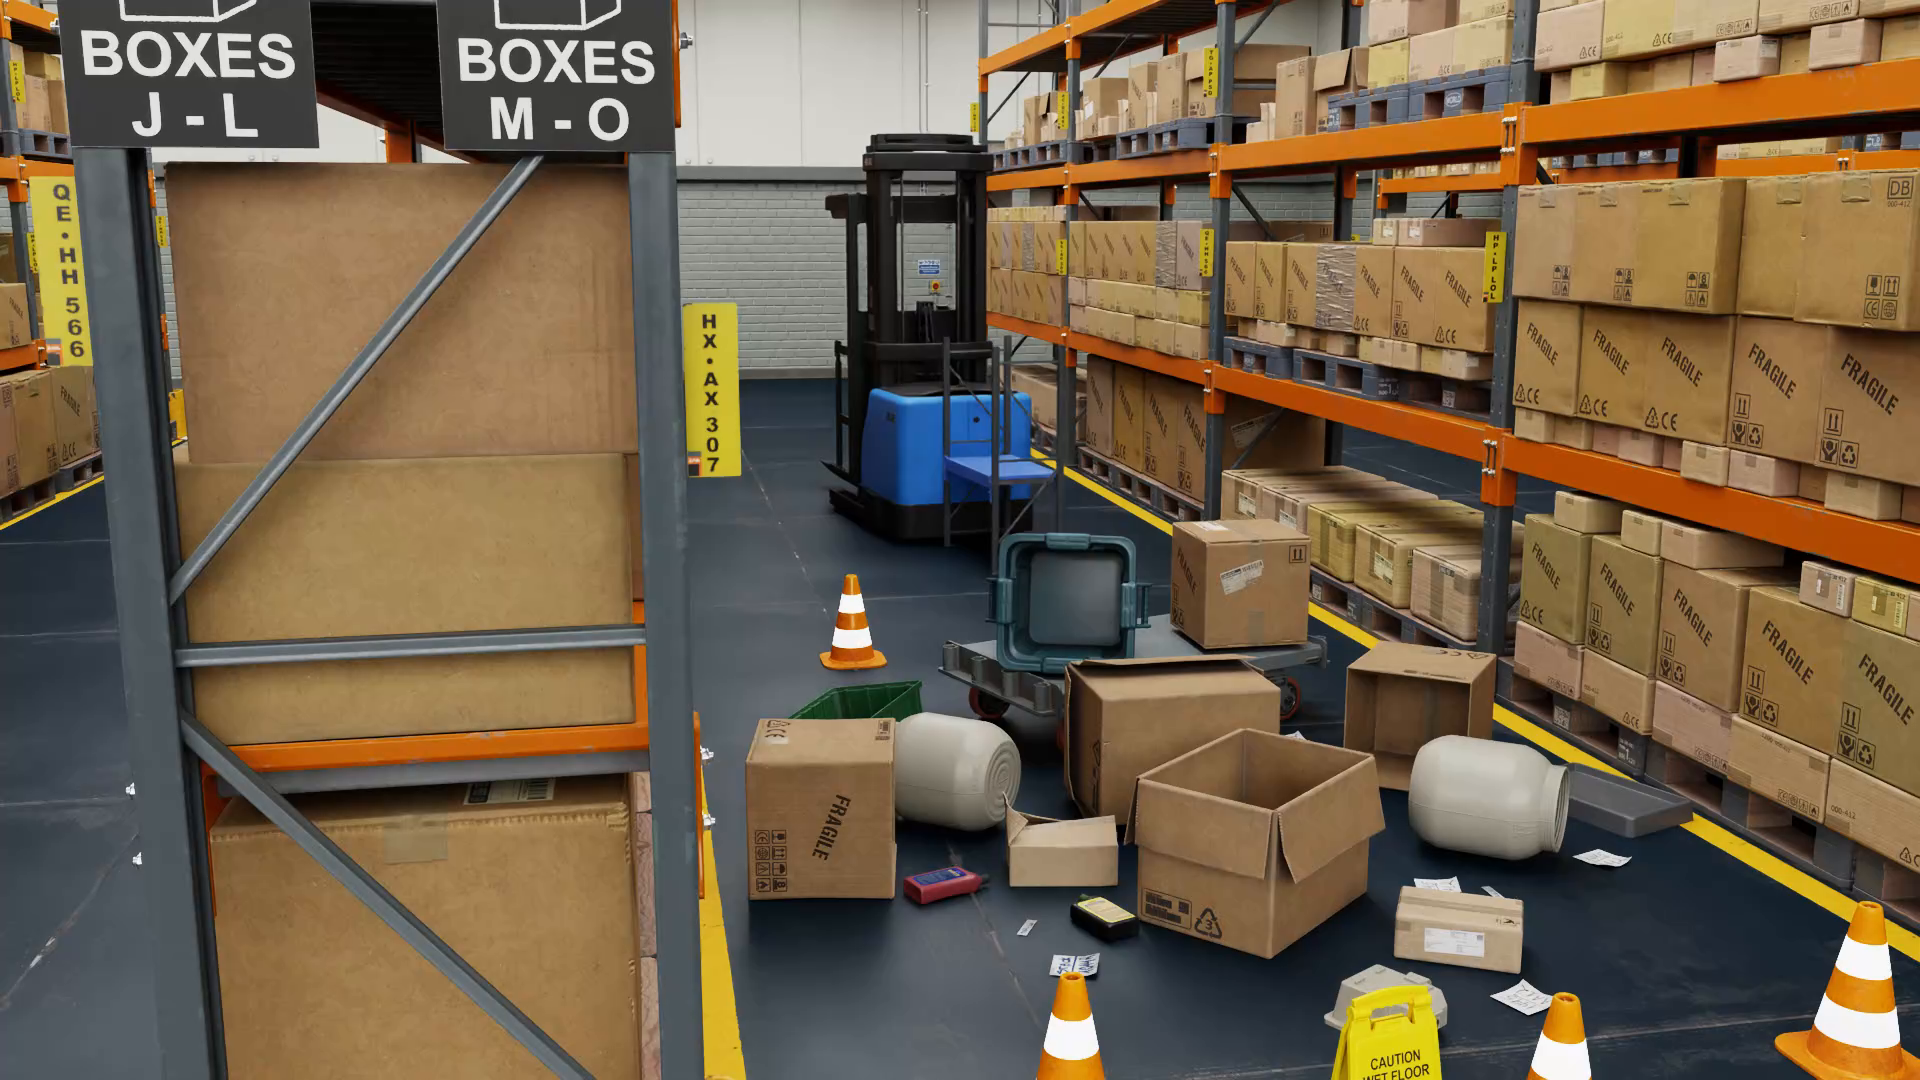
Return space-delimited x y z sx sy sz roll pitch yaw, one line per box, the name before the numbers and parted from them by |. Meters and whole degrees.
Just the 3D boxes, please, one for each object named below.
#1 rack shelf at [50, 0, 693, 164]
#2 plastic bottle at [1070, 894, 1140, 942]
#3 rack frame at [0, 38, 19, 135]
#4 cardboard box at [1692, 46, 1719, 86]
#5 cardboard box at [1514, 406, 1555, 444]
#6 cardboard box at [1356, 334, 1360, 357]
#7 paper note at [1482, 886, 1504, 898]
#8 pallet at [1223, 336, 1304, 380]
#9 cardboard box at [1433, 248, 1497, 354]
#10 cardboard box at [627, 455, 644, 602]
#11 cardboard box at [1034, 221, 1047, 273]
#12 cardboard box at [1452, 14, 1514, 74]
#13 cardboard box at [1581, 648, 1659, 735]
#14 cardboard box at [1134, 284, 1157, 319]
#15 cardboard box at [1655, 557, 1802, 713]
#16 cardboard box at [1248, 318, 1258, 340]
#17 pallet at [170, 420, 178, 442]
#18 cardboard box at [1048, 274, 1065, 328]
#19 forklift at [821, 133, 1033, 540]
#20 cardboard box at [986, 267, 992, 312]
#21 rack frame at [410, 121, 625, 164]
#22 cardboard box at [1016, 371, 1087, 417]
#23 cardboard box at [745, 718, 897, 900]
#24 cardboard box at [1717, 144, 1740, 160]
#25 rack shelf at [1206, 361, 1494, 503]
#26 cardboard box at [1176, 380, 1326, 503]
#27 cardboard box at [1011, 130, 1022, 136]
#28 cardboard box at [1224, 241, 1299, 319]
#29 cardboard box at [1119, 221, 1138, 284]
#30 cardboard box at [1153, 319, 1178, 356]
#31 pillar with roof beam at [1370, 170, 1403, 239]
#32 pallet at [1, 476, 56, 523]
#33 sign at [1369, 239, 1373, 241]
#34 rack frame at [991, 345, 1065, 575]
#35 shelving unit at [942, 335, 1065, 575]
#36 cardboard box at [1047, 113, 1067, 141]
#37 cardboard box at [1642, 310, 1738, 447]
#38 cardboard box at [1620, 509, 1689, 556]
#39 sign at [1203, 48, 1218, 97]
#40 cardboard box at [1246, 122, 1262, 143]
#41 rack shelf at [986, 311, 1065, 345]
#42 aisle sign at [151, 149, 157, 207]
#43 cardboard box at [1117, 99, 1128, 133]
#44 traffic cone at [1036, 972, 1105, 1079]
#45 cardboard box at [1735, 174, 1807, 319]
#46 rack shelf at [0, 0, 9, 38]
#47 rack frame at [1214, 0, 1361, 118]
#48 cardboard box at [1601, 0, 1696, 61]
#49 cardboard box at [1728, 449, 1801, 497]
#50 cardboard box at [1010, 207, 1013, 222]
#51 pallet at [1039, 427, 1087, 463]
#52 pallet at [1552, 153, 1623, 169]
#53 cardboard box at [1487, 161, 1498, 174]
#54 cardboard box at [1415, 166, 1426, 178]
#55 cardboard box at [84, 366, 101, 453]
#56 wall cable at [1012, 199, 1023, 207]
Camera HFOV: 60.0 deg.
rack shelf | -1.400 -1.284 4.823 1.077 0.370 4.000 -2 11 -11
plastic bottle | 0.459 1.242 5.507 0.133 0.061 0.283 -6 13 -31
rack frame | -8.229 -4.783 13.261 1.000 3.000 0.127 -2 11 -11
cardboard box | 3.071 -1.825 6.413 0.380 0.149 0.250 -2 11 -13
cardboard box | 2.794 -0.537 7.665 0.380 0.149 0.250 -2 11 -11
cardboard box | 2.542 -1.136 9.693 0.380 0.149 0.250 -3 11 -13
paper note | 1.847 1.222 5.748 0.032 0.001 0.123 -2 11 -11
pallet | 2.512 -1.242 11.212 1.213 0.211 1.003 -2 11 -11
cardboard box | 2.732 -1.207 8.331 0.500 0.500 0.500 -2 11 -12
cardboard box | -1.241 -0.145 4.533 0.875 0.550 0.550 -2 11 -11
cardboard box | 1.038 -2.907 16.505 0.500 0.500 0.500 -2 11 -12
cardboard box | 2.792 -2.437 8.236 0.500 0.250 0.500 -2 11 -12
cardboard box | 3.012 0.631 7.092 0.500 0.250 0.500 -1 11 -8
cardboard box | 1.703 -1.902 13.229 0.500 0.250 0.500 -2 11 -12
cardboard box | 3.112 0.358 6.520 0.500 0.500 0.500 -2 11 -8
cardboard box | 2.172 -1.426 11.217 0.380 0.149 0.250 -3 11 -15
pallet | -8.775 -1.056 17.181 1.003 0.211 1.213 -2 11 -11
cardboard box | 1.150 -2.322 16.104 0.500 0.500 0.500 -2 11 -10
forklift | -0.419 -1.673 13.145 1.130 2.935 3.031 -4 11 -18
cardboard box | 0.525 -2.881 19.043 0.500 0.500 0.500 -2 11 -11
rack frame | -1.789 -0.531 6.963 1.000 3.000 0.127 -2 11 -11
cardboard box | 1.126 -1.593 18.273 0.875 0.438 0.875 -2 11 -9
cardboard box | -0.480 0.943 5.897 0.500 0.500 0.500 0 11 -1
cardboard box | 6.604 -3.313 13.961 0.500 0.250 0.500 -2 11 -11
rack shelf | 2.658 -0.743 10.001 1.077 0.370 4.000 -2 11 -11
cardboard box | 2.216 -0.755 12.701 0.875 0.875 0.875 -2 11 -12
cardboard box | 0.889 -4.506 18.838 0.500 0.250 0.500 -3 11 -16
cardboard box | 2.130 -1.774 11.306 0.500 0.500 0.500 -2 11 -13
cardboard box | 1.623 -2.367 13.668 0.500 0.500 0.500 -2 11 -12
cardboard box | 1.802 -1.566 12.802 0.500 0.250 0.500 -2 11 -10
pillar with roof beam | 1.718 -6.429 21.908 9.100 9.000 0.400 -2 11 -11
pallet | -8.005 -0.328 13.353 1.003 0.211 1.213 -2 11 -11
sign | 5.049 -3.517 20.337 0.100 0.325 0.005 -2 11 -11
rack frame | 0.446 -0.521 10.924 0.500 1.500 0.032 -4 11 -18
shelving unit | 0.284 -0.611 11.397 0.538 1.500 1.048 -4 11 -18
cardboard box | 1.053 -3.965 15.953 0.396 0.266 0.258 -2 11 -9
cardboard box | 3.065 -0.650 6.526 0.500 0.500 0.500 -2 11 -11
cardboard box | 2.964 -0.035 6.846 0.380 0.149 0.250 -2 11 -9
sign | 1.723 -3.211 11.426 0.100 0.325 0.005 -2 11 -11
cardboard box | 2.164 -2.749 11.268 0.380 0.149 0.250 -2 11 -11
rack shelf | 1.102 -2.210 17.710 1.077 0.370 4.000 -2 11 -11
aisle sign | -8.727 -3.871 17.560 0.394 0.787 0.004 -2 11 -11
cardboard box | 1.503 -3.463 13.580 0.396 0.266 0.258 -1 11 -6
traffic cone | 0.279 1.300 4.129 0.336 0.463 0.334 -2 11 -11
cardboard box | 3.260 -1.047 5.940 0.700 0.500 0.500 -2 11 -11
rack shelf | -7.840 -3.867 11.438 1.077 0.370 4.000 -2 11 -11
rack frame | 2.269 -4.410 11.300 1.000 3.000 0.127 -2 11 -11
cardboard box | 2.974 -2.090 6.740 0.500 0.250 0.500 -2 11 -11
cardboard box | 3.110 -0.256 6.193 0.380 0.149 0.250 -2 11 -11
cardboard box | 0.749 -3.476 17.758 0.380 0.149 0.250 -2 11 -10
pallet | 1.420 -0.969 16.723 1.003 0.211 1.213 -2 11 -11
pallet | 6.418 -3.637 15.762 1.213 0.211 1.003 -2 11 -11
cardboard box | 5.845 -3.973 17.698 0.380 0.149 0.250 -2 11 -9
cardboard box | 5.473 -4.250 19.155 0.380 0.149 0.250 -2 11 -10
cardboard box | -8.454 -1.288 15.500 0.875 0.875 0.875 -2 11 -11
wall cable | 0.983 -4.516 25.186 0.588 1.984 0.122 -2 11 -11
